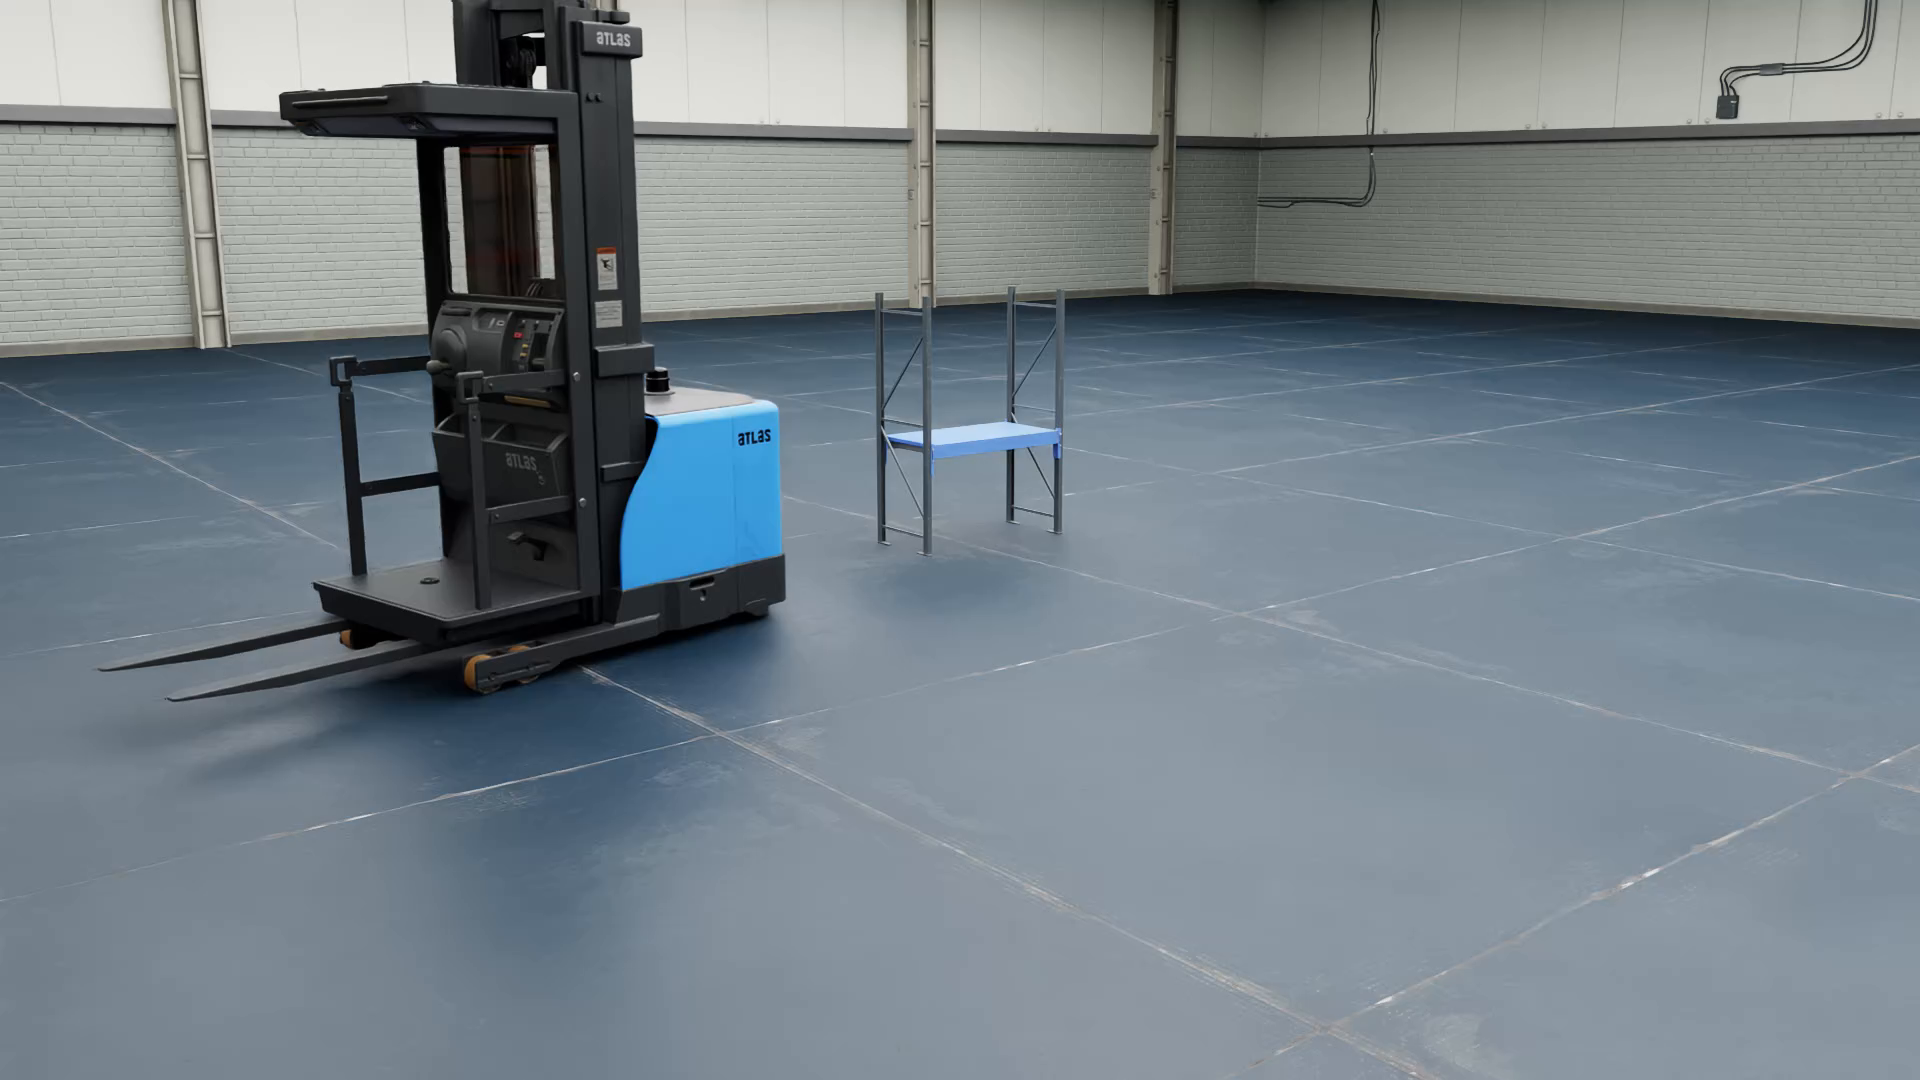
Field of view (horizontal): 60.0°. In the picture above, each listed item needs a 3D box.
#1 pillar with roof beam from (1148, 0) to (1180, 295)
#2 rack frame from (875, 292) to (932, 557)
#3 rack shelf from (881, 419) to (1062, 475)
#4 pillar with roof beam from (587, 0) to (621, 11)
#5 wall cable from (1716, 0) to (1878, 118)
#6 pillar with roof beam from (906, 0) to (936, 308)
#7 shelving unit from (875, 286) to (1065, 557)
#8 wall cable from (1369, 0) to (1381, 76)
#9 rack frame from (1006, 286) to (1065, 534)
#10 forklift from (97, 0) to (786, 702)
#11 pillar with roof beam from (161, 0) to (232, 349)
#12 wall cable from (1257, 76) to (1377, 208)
[{"bbox_3d":[6.701,-8.636,29.134,0.400,9.000,9.100,-9,15,-38],"label":"pillar with roof beam"},{"bbox_3d":[-0.330,-0.679,9.714,0.032,1.500,0.500,-9,15,-38],"label":"rack frame"},{"bbox_3d":[0.067,-0.569,10.062,1.000,0.185,0.538,-9,15,-38],"label":"rack shelf"},{"bbox_3d":[-2.669,-7.079,21.801,0.400,9.000,9.100,-9,15,-38],"label":"pillar with roof beam"},{"bbox_3d":[13.056,-9.624,25.598,0.169,6.003,2.305,-9,15,-38],"label":"wall cable"},{"bbox_3d":[2.016,-7.857,25.467,0.400,9.000,9.100,-9,15,-38],"label":"pillar with roof beam"},{"bbox_3d":[0.067,-0.745,10.025,1.048,1.500,0.538,-9,15,-38],"label":"shelving unit"},{"bbox_3d":[8.828,-10.015,30.944,0.112,2.526,3.097,-9,15,-38],"label":"wall cable"},{"bbox_3d":[0.464,-0.811,10.336,0.032,1.500,0.500,-9,15,-38],"label":"rack frame"},{"bbox_3d":[-2.216,-0.899,7.305,1.130,2.935,3.031,10,16,39],"label":"forklift"},{"bbox_3d":[-7.354,-6.300,18.134,0.400,9.000,9.100,-9,15,-38],"label":"pillar with roof beam"},{"bbox_3d":[7.138,-7.983,33.535,0.112,2.526,3.097,-9,15,-38],"label":"wall cable"}]
